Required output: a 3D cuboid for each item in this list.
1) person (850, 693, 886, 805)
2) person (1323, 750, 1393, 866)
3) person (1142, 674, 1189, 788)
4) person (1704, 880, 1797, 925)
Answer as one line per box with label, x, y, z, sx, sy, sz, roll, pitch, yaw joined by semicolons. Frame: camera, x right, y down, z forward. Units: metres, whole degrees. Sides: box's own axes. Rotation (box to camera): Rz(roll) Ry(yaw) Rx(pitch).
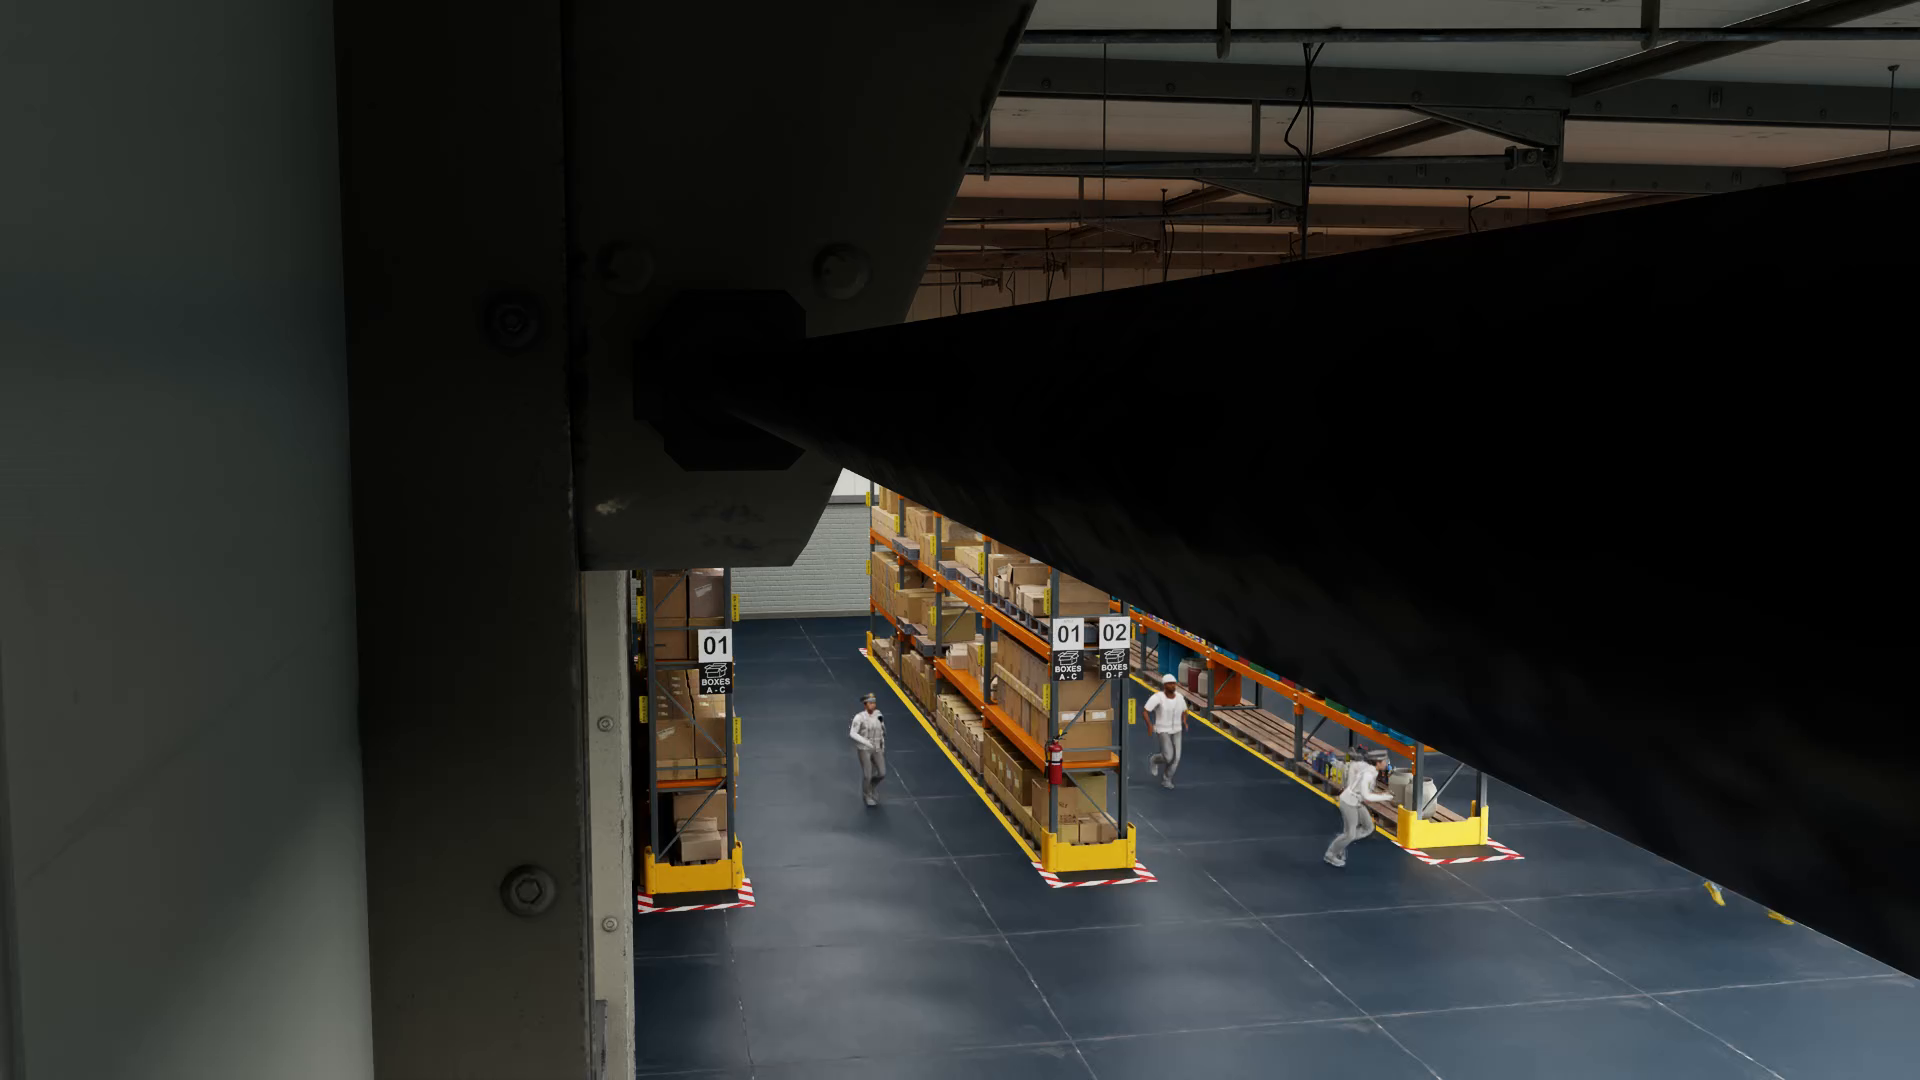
person;-1.278;3.009;23.899;0.614;1.657;0.542;-3;7;-28
person;5.063;3.383;21.116;0.840;1.506;0.643;2;6;15
person;3.137;2.871;25.051;0.717;1.717;0.591;-2;6;-21
person;9.116;3.522;19.076;1.021;1.713;0.720;2;6;19
